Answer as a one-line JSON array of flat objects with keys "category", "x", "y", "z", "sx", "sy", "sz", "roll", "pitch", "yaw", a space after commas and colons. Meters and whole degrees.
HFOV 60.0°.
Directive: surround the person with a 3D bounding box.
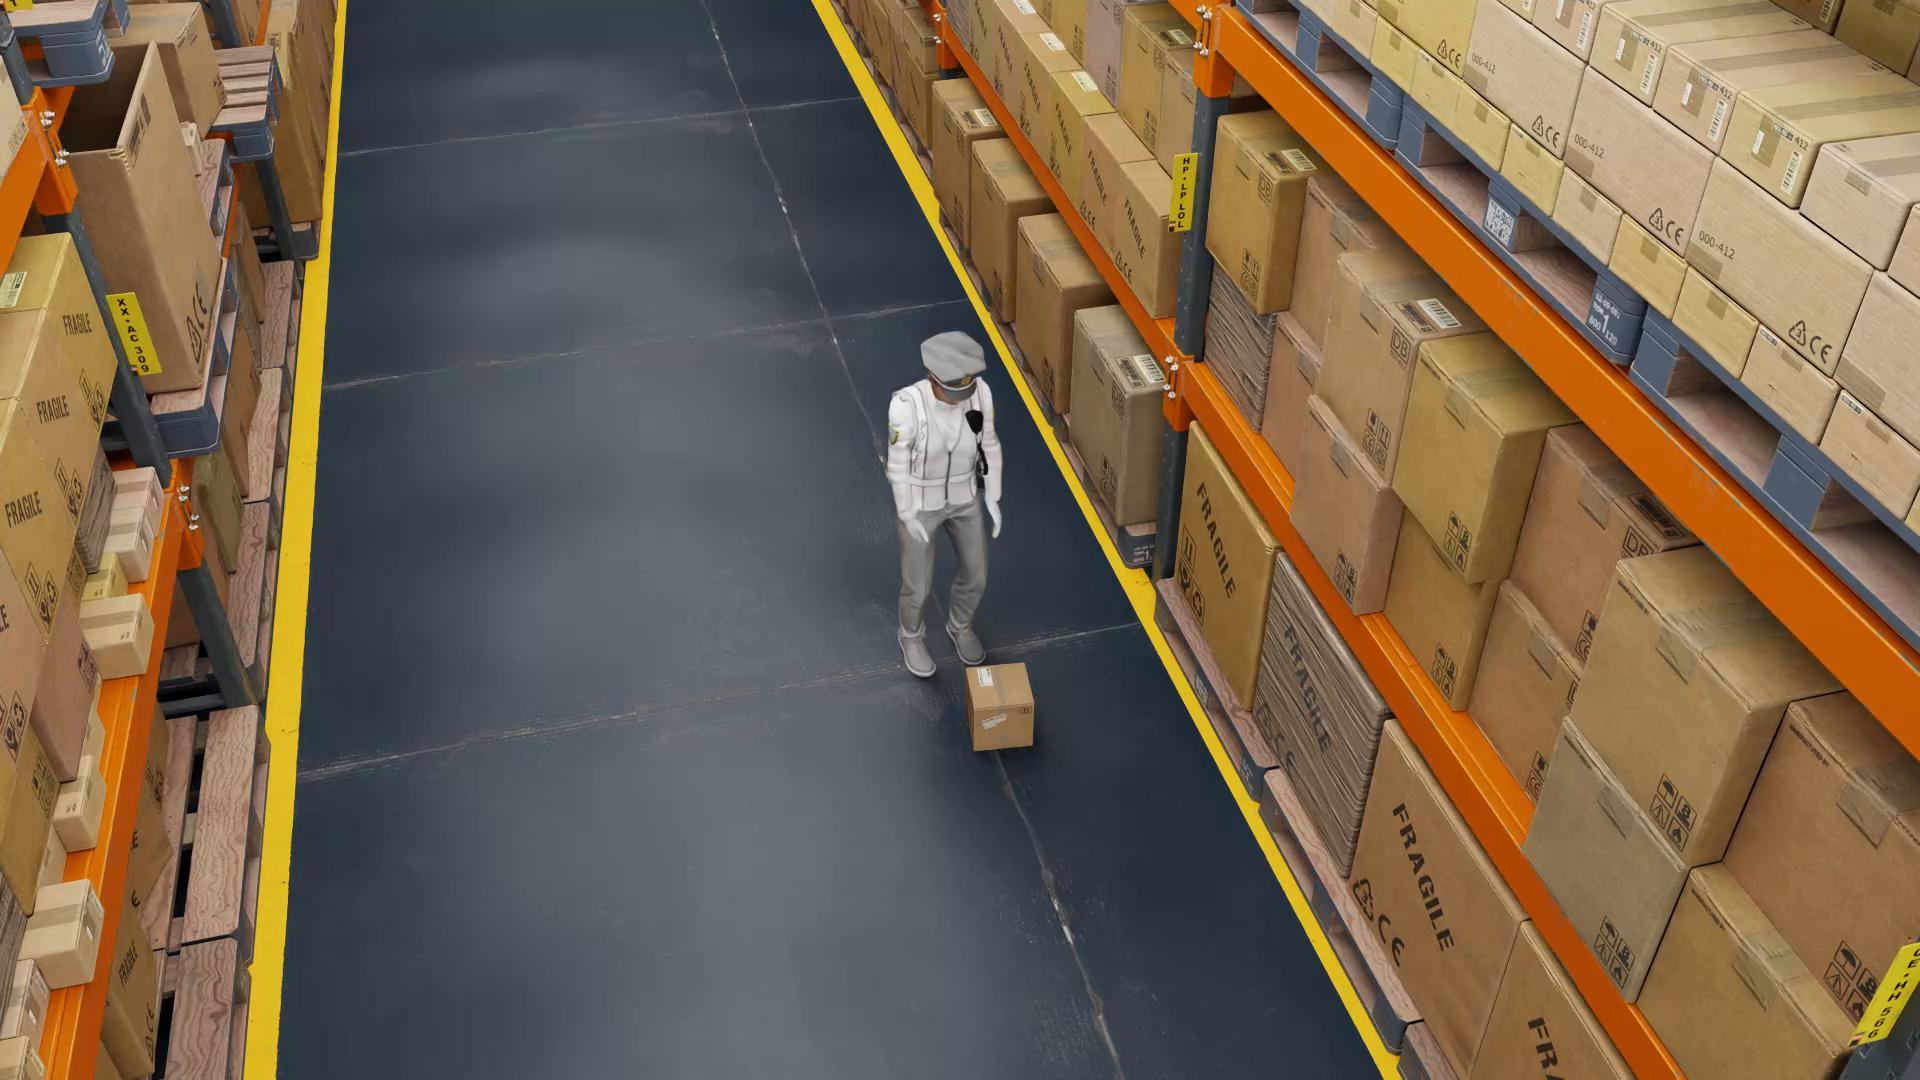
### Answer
[{"category": "person", "x": -0.055, "y": -0.143, "z": 6.922, "sx": 0.492, "sy": 1.641, "sz": 0.412, "roll": -13, "pitch": 40, "yaw": -16}]
